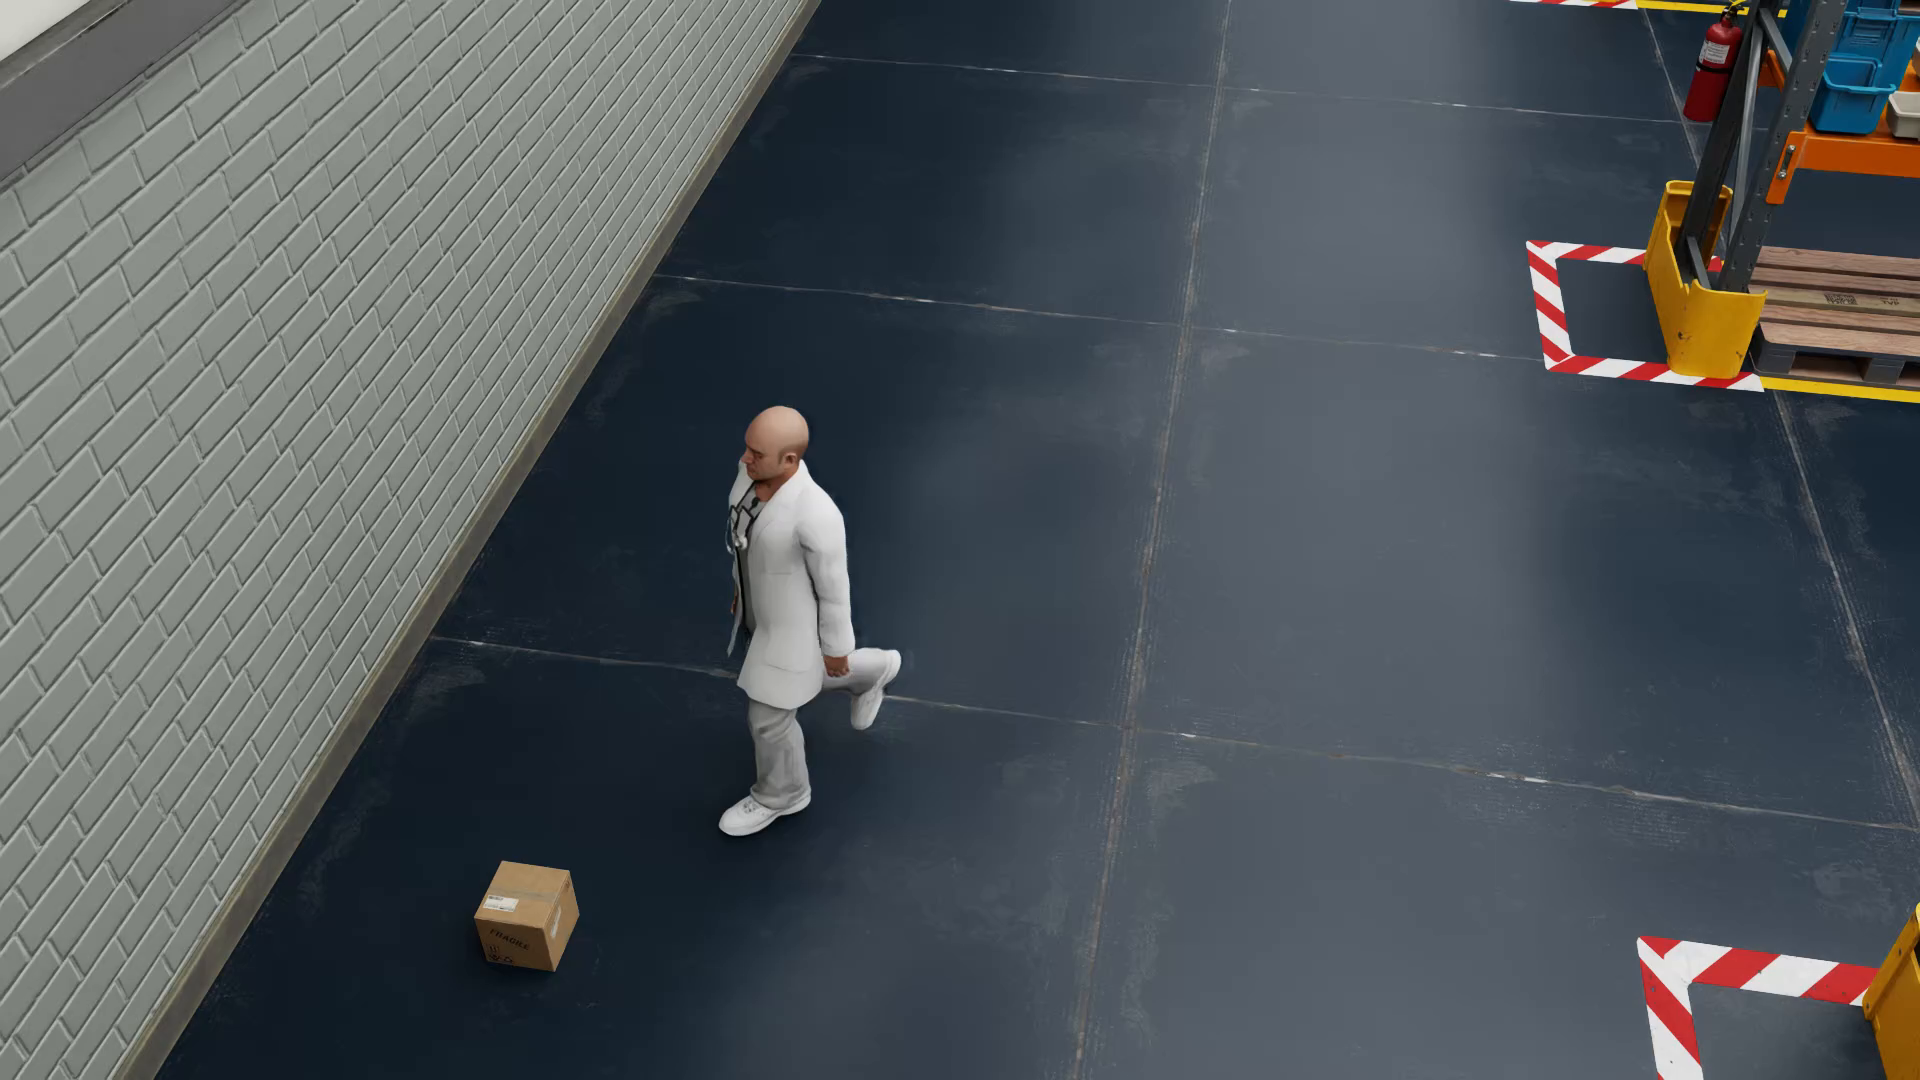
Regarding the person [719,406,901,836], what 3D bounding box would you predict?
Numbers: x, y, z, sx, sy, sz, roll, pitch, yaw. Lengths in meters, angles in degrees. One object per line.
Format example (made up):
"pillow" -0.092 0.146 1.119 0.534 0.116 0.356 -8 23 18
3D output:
"person" -0.564 0.238 5.871 0.873 1.754 0.590 -20 44 -23
